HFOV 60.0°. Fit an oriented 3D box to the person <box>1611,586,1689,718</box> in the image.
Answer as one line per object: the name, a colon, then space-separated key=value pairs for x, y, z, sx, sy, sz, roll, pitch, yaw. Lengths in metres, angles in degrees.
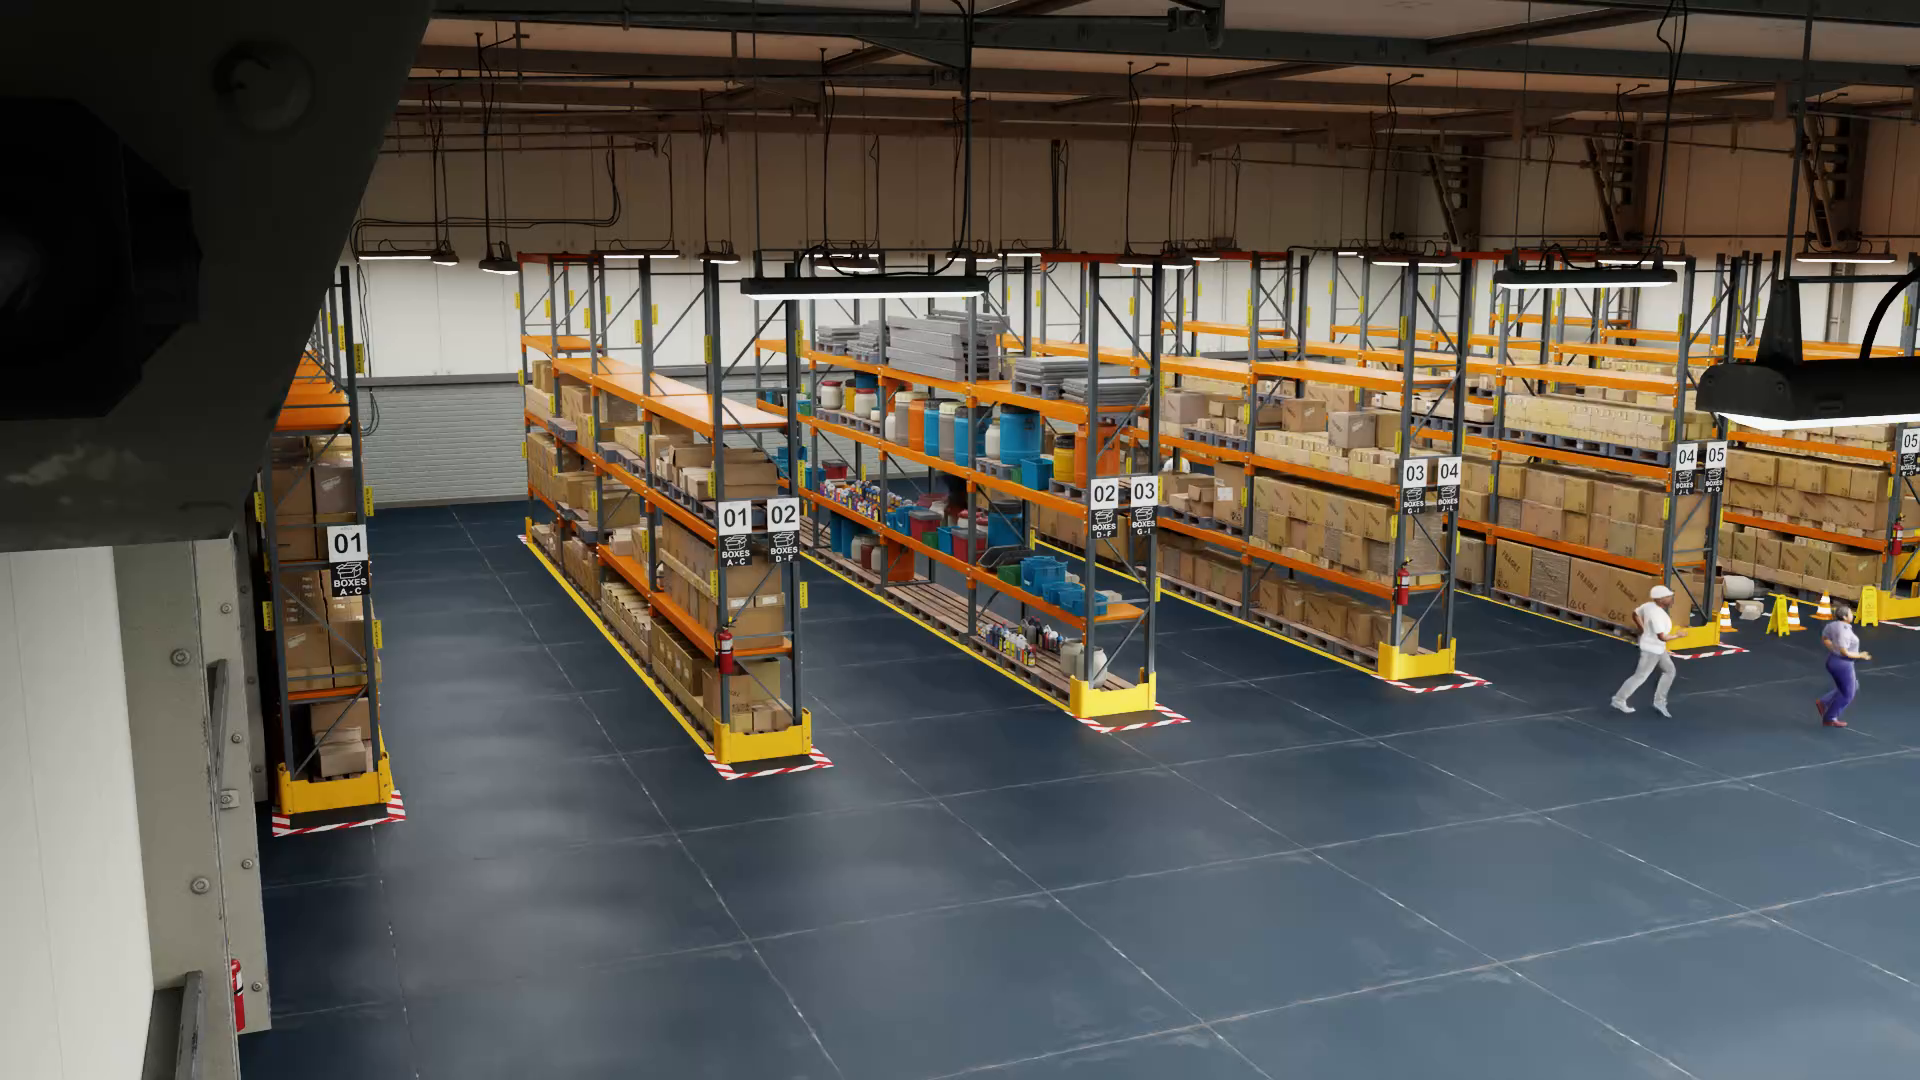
person: x=9.163 y=1.485 z=22.068 sx=0.896 sy=1.818 sz=0.713 roll=4 pitch=11 yaw=19

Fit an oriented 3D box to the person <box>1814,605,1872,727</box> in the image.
person: x=11.500 y=1.643 z=21.635 sx=0.557 sy=1.587 sz=0.598 roll=2 pitch=11 yaw=12

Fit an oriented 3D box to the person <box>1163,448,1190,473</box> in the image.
person: x=4.792 y=-1.188 z=36.711 sx=0.688 sy=1.724 sz=0.668 roll=-4 pitch=11 yaw=-19
